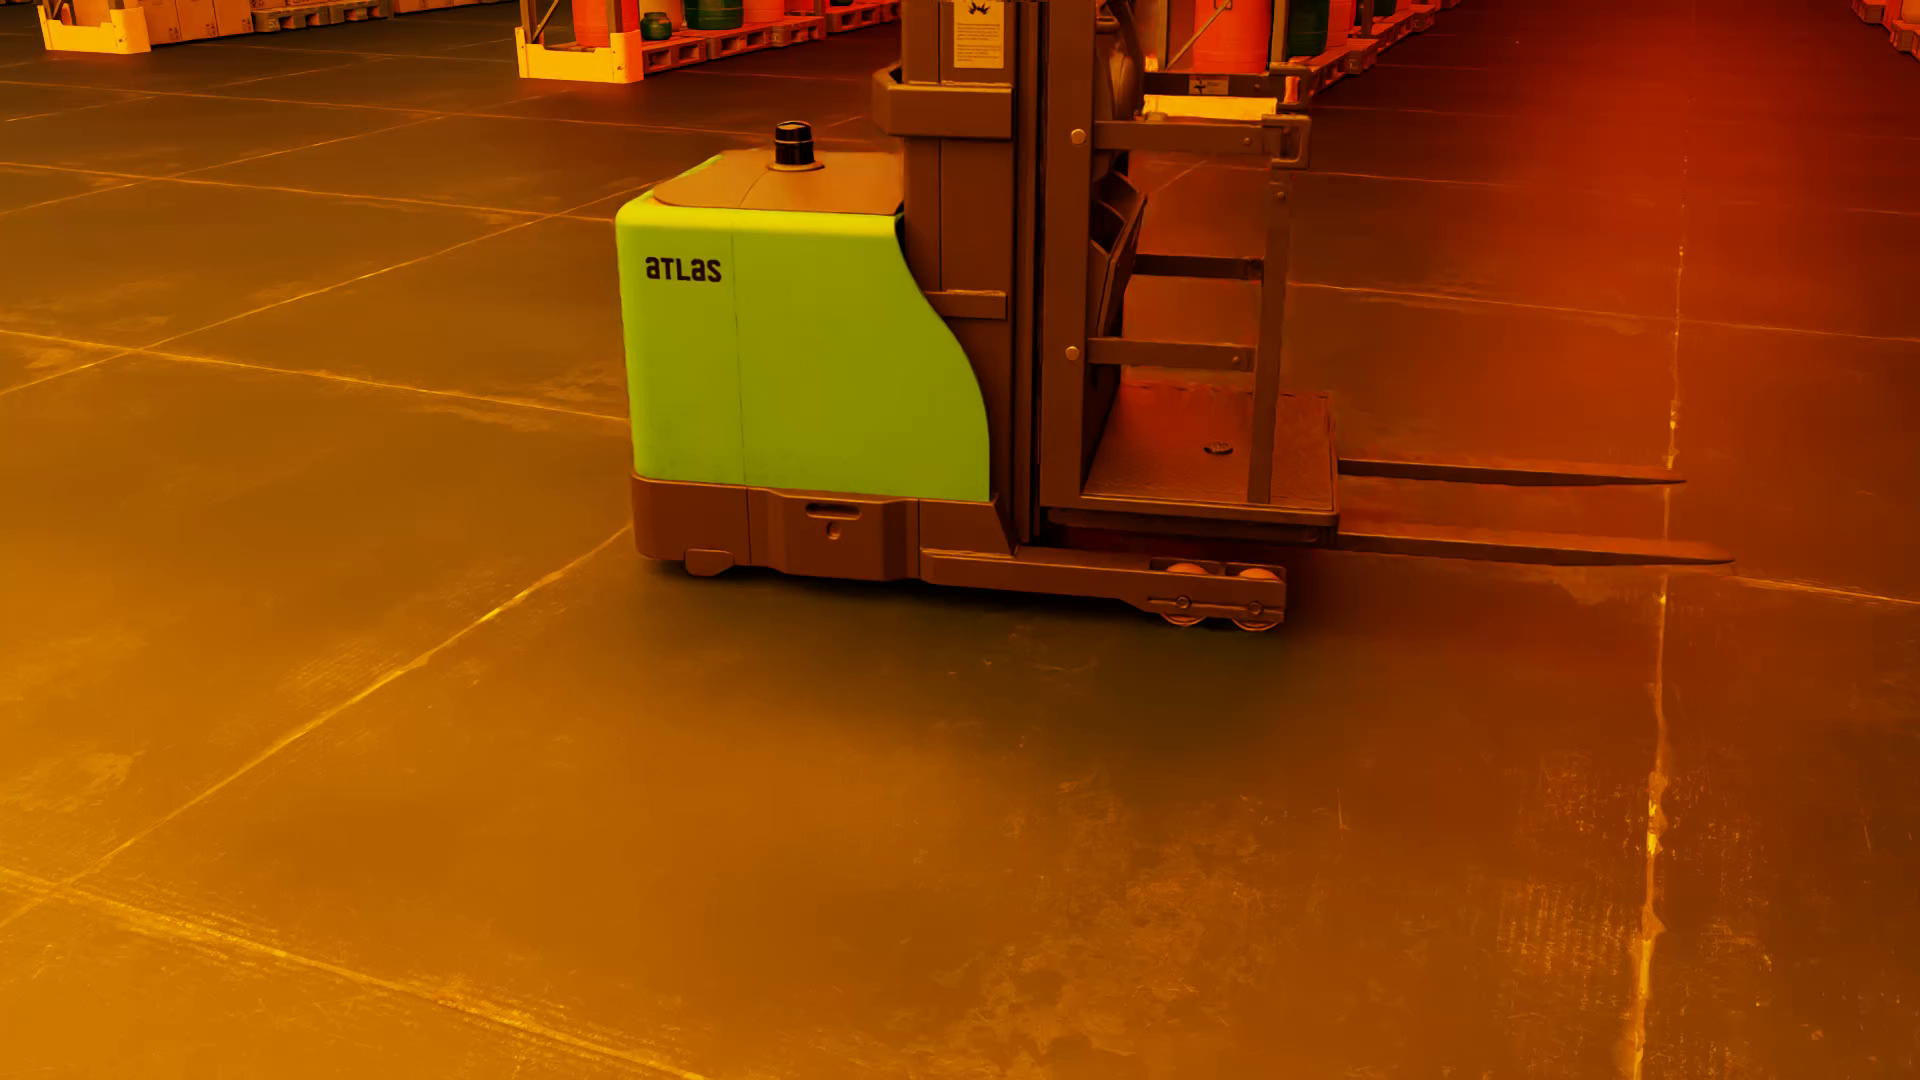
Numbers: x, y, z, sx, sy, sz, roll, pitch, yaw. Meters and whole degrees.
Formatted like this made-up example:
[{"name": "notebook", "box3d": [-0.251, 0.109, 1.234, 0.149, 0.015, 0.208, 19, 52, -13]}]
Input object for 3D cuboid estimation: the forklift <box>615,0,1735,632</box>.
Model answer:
[{"name": "forklift", "box3d": [0.620, -1.328, 4.469, 3.031, 2.935, 1.130, 4, 23, 10]}]
